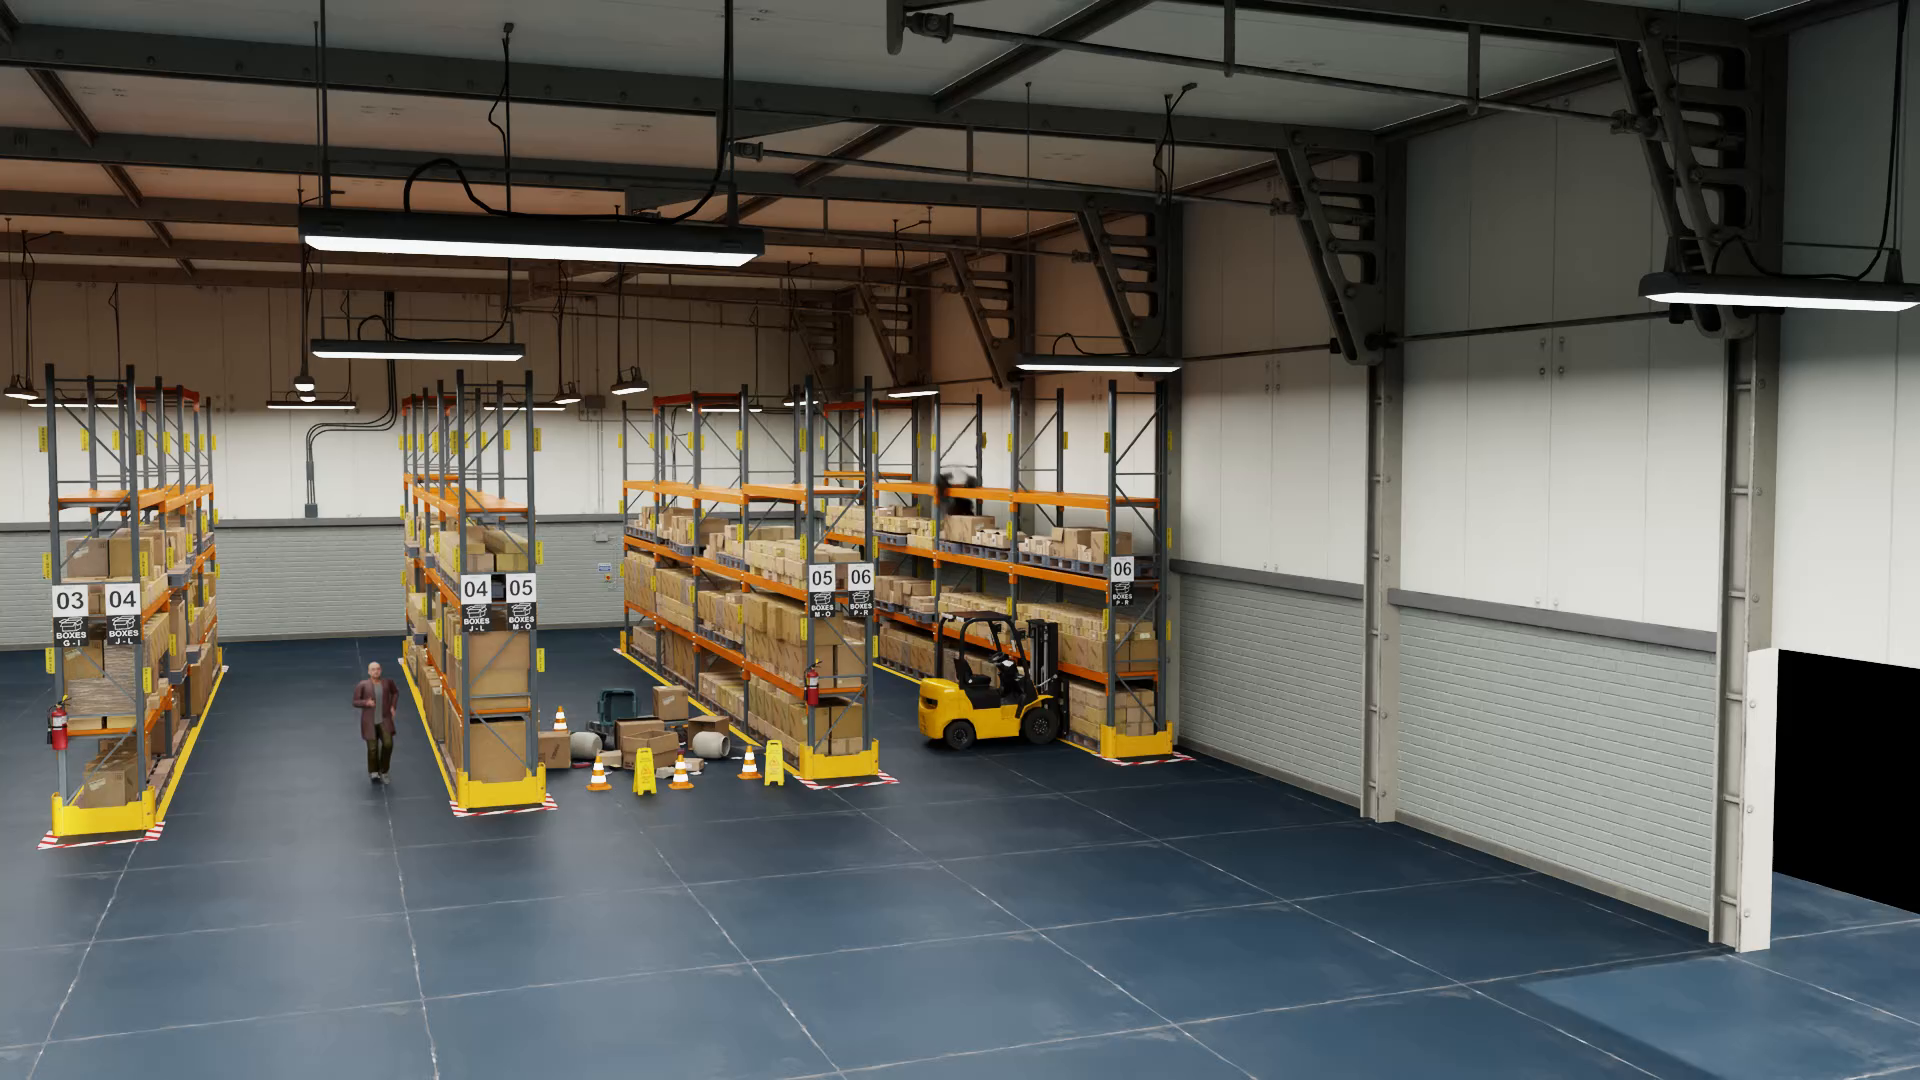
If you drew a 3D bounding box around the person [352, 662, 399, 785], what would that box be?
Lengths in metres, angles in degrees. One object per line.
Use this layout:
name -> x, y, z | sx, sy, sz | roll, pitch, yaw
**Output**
person -> -8.545, 2.802, 24.409 | 0.688, 1.606, 0.754 | -2, 4, -28
